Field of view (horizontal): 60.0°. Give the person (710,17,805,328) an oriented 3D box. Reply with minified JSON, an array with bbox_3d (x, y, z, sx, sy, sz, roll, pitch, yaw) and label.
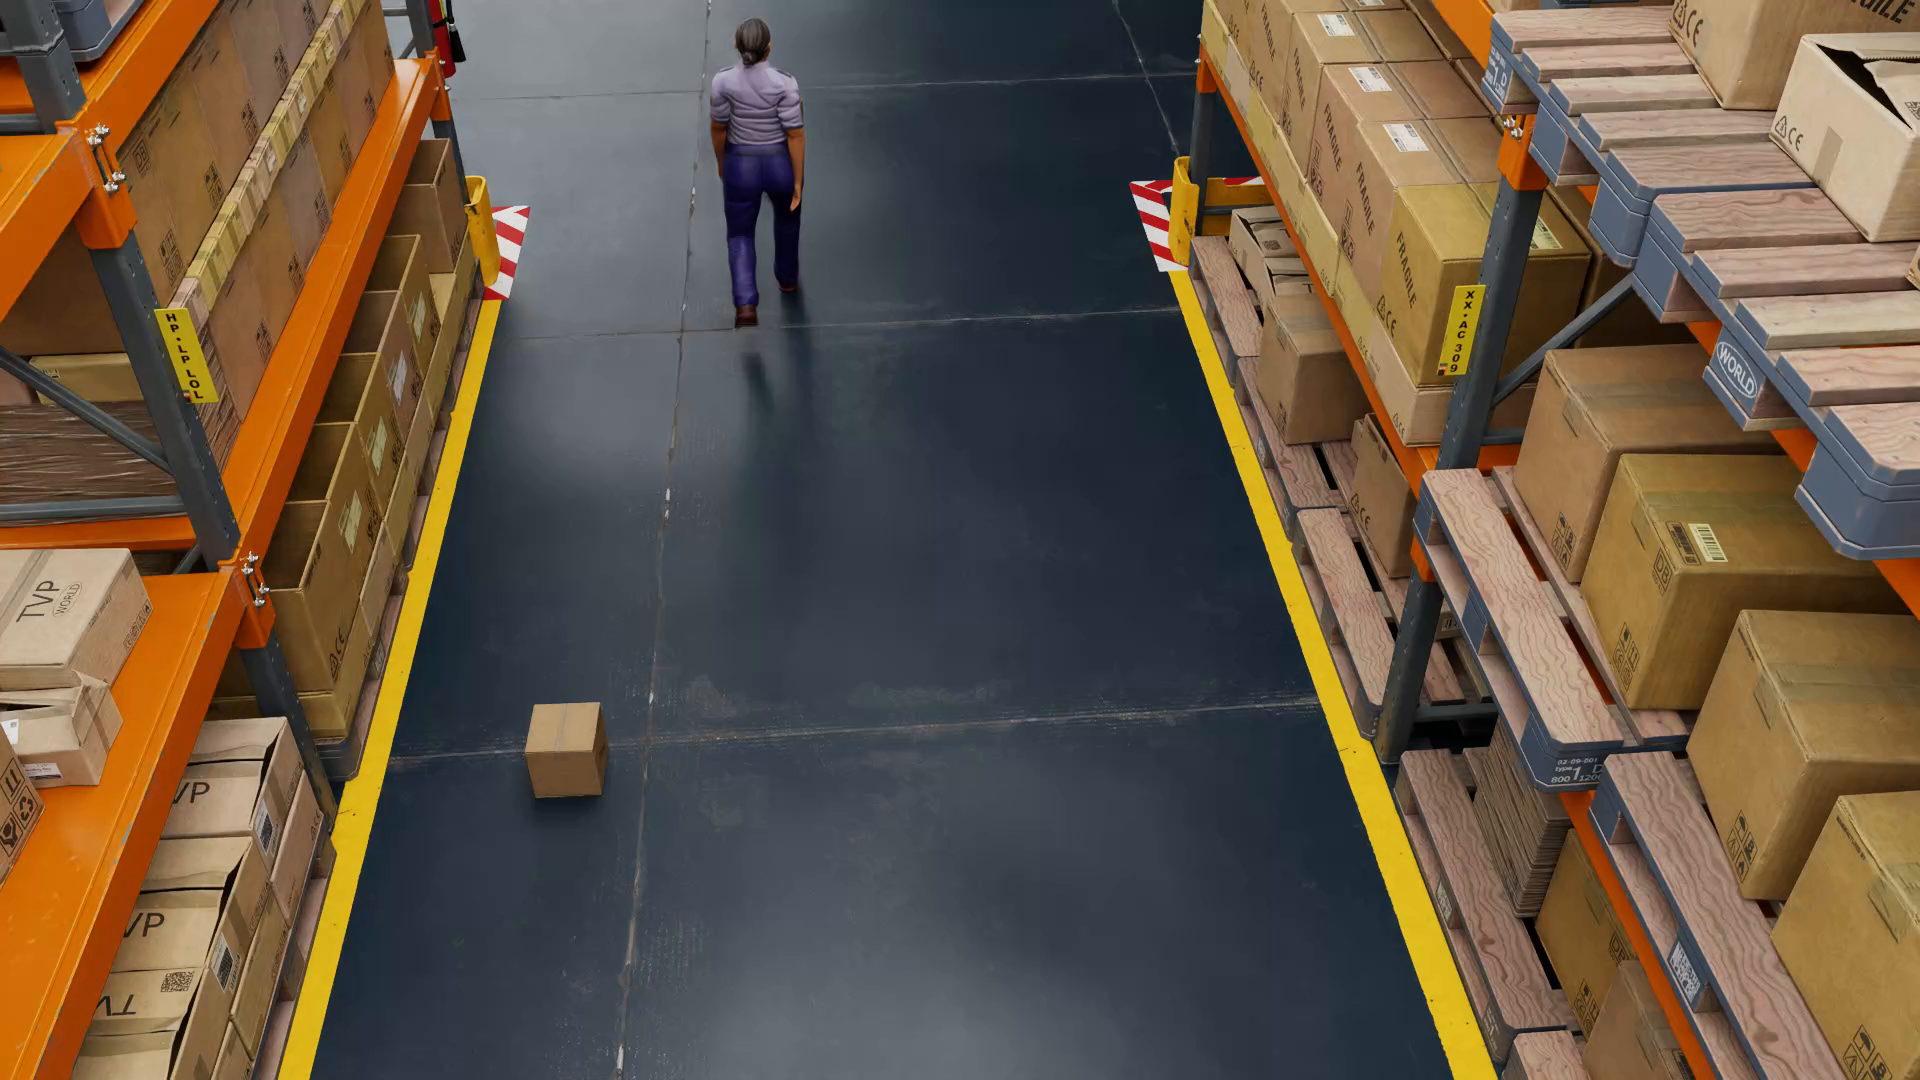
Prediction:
[{"bbox_3d":[-1.010,-1.869,8.431,0.470,1.603,0.885,-3,39,-3],"label":"person"}]
